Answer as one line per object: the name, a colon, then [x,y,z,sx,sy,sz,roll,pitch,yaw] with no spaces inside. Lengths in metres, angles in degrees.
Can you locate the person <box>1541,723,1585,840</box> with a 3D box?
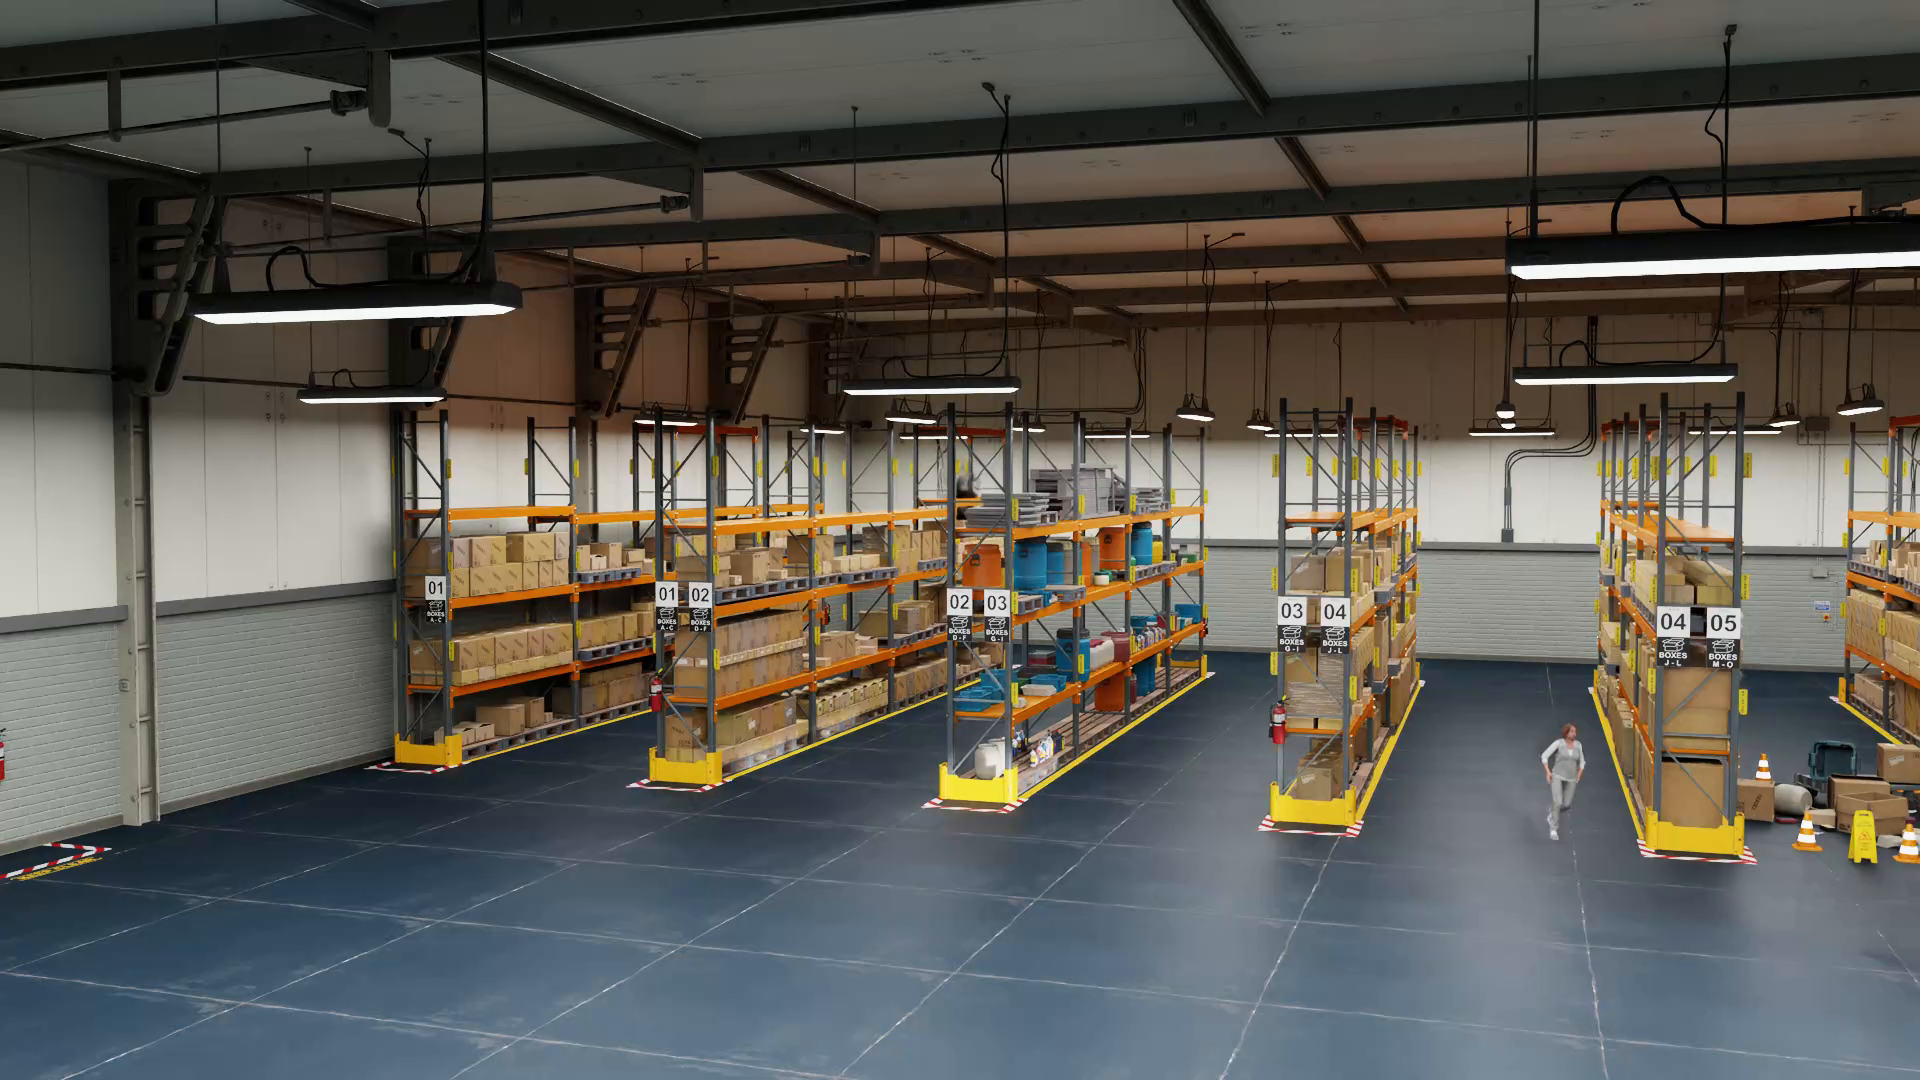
person: [8.227,3.271,22.700,0.582,1.559,0.610,0,2,2]
